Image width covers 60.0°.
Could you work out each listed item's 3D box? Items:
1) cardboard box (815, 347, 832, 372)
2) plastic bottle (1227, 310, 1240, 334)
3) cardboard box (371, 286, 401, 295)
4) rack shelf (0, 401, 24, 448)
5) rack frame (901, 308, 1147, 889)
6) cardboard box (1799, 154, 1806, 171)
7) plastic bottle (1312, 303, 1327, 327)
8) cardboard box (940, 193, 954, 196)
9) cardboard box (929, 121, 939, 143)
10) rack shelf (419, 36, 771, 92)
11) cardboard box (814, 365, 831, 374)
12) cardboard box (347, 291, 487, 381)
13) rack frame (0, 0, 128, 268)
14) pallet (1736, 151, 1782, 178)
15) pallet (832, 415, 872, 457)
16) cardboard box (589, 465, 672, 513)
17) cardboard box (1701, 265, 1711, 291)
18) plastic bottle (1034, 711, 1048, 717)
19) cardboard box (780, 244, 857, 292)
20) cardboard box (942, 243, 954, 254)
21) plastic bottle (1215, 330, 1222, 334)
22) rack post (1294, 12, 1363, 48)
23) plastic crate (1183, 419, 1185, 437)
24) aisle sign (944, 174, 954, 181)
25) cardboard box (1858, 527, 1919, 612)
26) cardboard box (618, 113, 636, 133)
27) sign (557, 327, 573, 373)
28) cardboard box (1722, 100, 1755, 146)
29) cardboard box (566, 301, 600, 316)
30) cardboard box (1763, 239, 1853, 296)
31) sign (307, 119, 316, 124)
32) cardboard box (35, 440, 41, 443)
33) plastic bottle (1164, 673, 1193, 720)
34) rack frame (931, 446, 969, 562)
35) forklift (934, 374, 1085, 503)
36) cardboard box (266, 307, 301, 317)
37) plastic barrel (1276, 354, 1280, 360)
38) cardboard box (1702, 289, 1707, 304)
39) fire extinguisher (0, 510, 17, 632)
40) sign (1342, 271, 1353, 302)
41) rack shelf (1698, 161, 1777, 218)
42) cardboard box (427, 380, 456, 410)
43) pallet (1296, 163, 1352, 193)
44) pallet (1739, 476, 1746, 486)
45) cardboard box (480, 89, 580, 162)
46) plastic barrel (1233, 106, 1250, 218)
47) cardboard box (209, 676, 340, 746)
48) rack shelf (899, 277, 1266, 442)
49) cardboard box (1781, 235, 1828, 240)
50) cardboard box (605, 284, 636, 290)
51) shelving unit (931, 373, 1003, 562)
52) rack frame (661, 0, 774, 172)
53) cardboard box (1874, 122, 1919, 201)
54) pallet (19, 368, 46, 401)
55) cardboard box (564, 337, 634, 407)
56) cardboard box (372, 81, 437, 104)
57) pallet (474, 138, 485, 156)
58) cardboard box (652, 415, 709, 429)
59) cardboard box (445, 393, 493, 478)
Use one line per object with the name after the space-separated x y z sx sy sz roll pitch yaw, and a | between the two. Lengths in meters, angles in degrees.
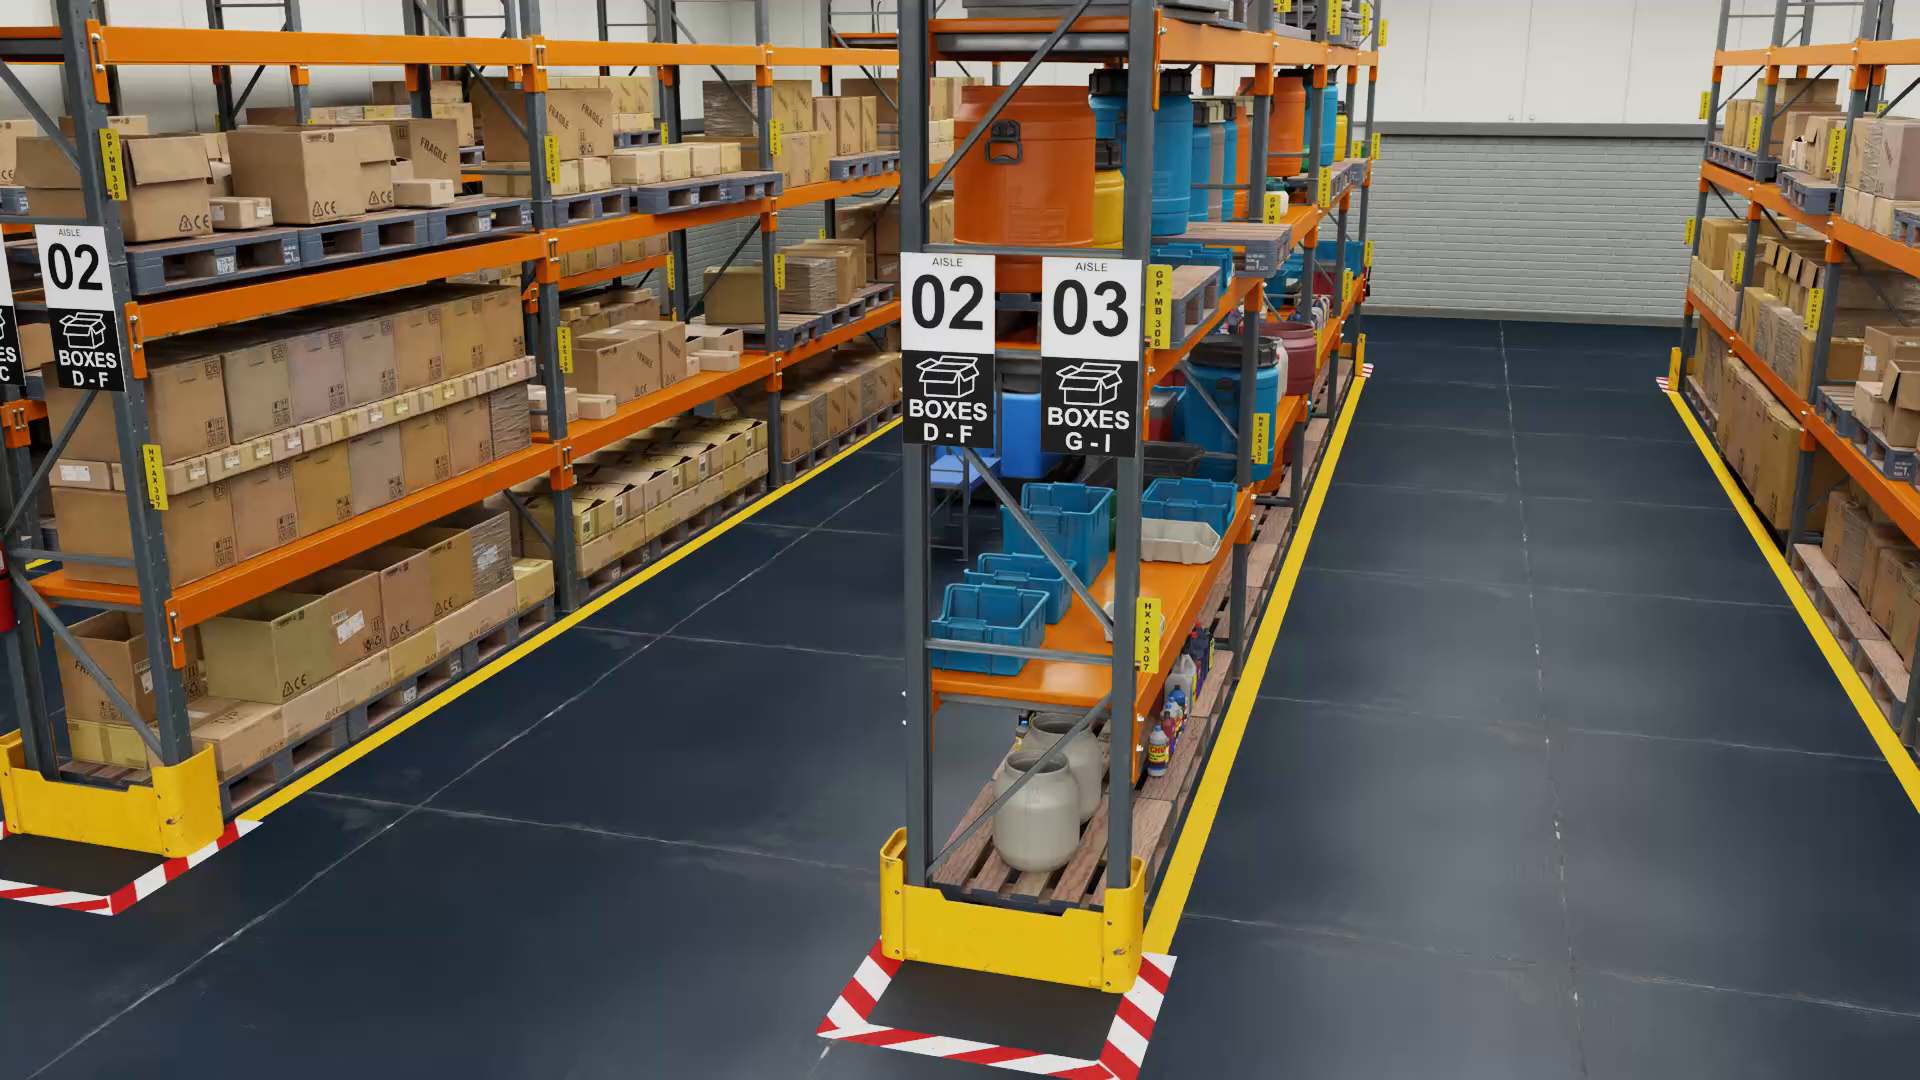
-1.738 -2.039 18.420 0.500 0.250 0.500 5 16 16 | cardboard box
2.645 -2.059 16.182 0.144 0.351 0.185 5 16 16 | plastic bottle
-6.429 -2.819 18.006 0.500 0.500 0.500 5 17 18 | cardboard box
-8.675 -0.459 11.769 1.077 0.370 4.000 5 16 16 | rack shelf
0.255 0.486 7.117 1.000 3.000 0.127 5 16 16 | rack frame
7.847 -3.415 15.067 0.380 0.149 0.250 4 16 14 | cardboard box
3.760 -2.370 17.414 0.152 0.276 0.135 5 16 16 | plastic bottle
0.049 -4.344 22.131 0.500 0.500 0.500 5 17 17 | cardboard box
-0.566 -4.888 19.929 0.500 0.250 0.500 5 16 16 | cardboard box
-2.788 -3.816 13.343 1.077 0.370 4.000 5 16 16 | rack shelf
-1.744 -1.669 18.491 0.500 0.500 0.500 5 17 17 | cardboard box
-3.618 -1.368 11.096 0.700 0.500 0.500 5 16 16 | cardboard box
-4.493 -2.785 7.656 1.000 3.000 0.127 5 16 16 | rack frame
8.657 -3.883 17.186 1.003 0.211 1.213 5 16 16 | pallet
-1.622 -1.161 18.034 1.003 0.211 1.213 5 16 16 | pallet
-2.707 -0.449 13.657 0.500 0.311 0.500 4 16 14 | cardboard box
8.868 -3.014 19.188 0.500 0.250 0.500 4 16 14 | cardboard box
0.455 1.007 9.468 0.152 0.276 0.135 5 17 16 | plastic bottle
-1.566 -2.997 18.445 0.700 0.500 0.500 7 17 25 | cardboard box
-0.390 -3.463 20.859 0.500 0.500 0.500 5 16 16 | cardboard box
2.406 -1.824 15.497 0.097 0.271 0.097 0 16 0 | plastic bottle
3.212 -4.759 15.534 0.937 0.300 0.954 7 17 22 | rack post
1.616 -0.936 12.519 0.450 0.188 0.662 5 16 16 | plastic crate
-0.208 -5.376 23.022 0.394 0.787 0.004 5 16 16 | aisle sign
6.806 0.240 11.760 0.700 0.500 0.500 6 17 21 | cardboard box
-4.797 -5.740 22.896 0.500 0.250 0.500 4 16 14 | cardboard box
-2.823 -1.357 11.885 0.100 0.325 0.005 5 16 16 | sign
9.179 -4.779 19.047 0.700 0.500 0.500 4 16 14 | cardboard box
-5.102 -3.133 22.499 0.380 0.149 0.250 4 16 14 | cardboard box
8.241 -2.632 16.090 0.797 0.503 0.637 4 16 14 | cardboard box
-6.450 -4.024 16.575 0.100 0.325 0.005 5 16 16 | sign
-7.815 -0.670 14.970 0.700 0.500 0.500 4 16 15 | cardboard box
1.289 0.906 9.822 0.152 0.276 0.135 5 17 17 | plastic bottle
-0.169 -0.566 13.577 0.500 1.500 0.032 5 16 16 | rack frame
0.647 -2.098 16.354 1.130 2.935 3.031 4 16 15 | forklift
-7.094 -2.511 16.695 0.700 0.500 0.500 3 16 9 | cardboard box
2.206 -1.164 12.687 0.433 0.535 0.433 0 16 0 | plastic barrel
8.771 -2.791 19.132 0.380 0.149 0.250 4 16 15 | cardboard box
-4.972 0.134 8.503 0.296 0.674 0.183 5 16 16 | fire extinguisher
4.192 -2.743 17.996 0.100 0.325 0.005 5 16 16 | sign
8.983 -3.889 18.365 1.077 0.370 4.000 5 16 16 | rack shelf
-3.519 -0.951 10.815 0.380 0.149 0.250 5 16 16 | cardboard box
3.217 -3.496 16.006 1.003 0.211 1.213 5 16 16 | pallet
8.267 -0.720 16.480 1.003 0.211 1.213 5 16 16 | pallet
-3.143 -3.037 12.174 0.500 0.500 0.500 5 17 17 | cardboard box
1.901 -2.887 12.727 0.600 0.830 0.708 5 16 16 | plastic barrel
-3.989 0.968 9.689 0.500 0.250 0.500 5 16 16 | cardboard box
0.824 -1.134 8.651 1.077 0.370 4.000 5 16 16 | rack shelf
8.943 -2.934 17.533 0.500 0.500 0.500 5 16 16 | cardboard box
-4.956 -3.637 24.276 0.380 0.149 0.250 5 17 16 | cardboard box
-0.024 -0.699 14.046 0.538 1.500 1.048 5 16 16 | shelving unit
-2.219 -4.878 15.035 1.000 3.000 0.127 5 16 16 | rack frame
6.613 -2.587 11.355 0.500 0.500 0.500 4 16 14 | cardboard box
-7.750 -1.425 14.207 1.003 0.211 1.213 5 16 16 | pallet
-2.972 -1.331 13.341 0.500 0.500 0.500 6 17 20 | cardboard box
-6.351 -5.119 19.020 0.500 0.250 0.500 4 16 14 | cardboard box
-5.591 -5.035 21.249 1.003 0.211 1.213 5 16 16 | pallet
-2.650 -1.026 15.693 0.500 0.311 0.500 5 17 18 | cardboard box
-3.620 -0.738 11.251 0.700 0.500 0.500 4 16 15 | cardboard box
